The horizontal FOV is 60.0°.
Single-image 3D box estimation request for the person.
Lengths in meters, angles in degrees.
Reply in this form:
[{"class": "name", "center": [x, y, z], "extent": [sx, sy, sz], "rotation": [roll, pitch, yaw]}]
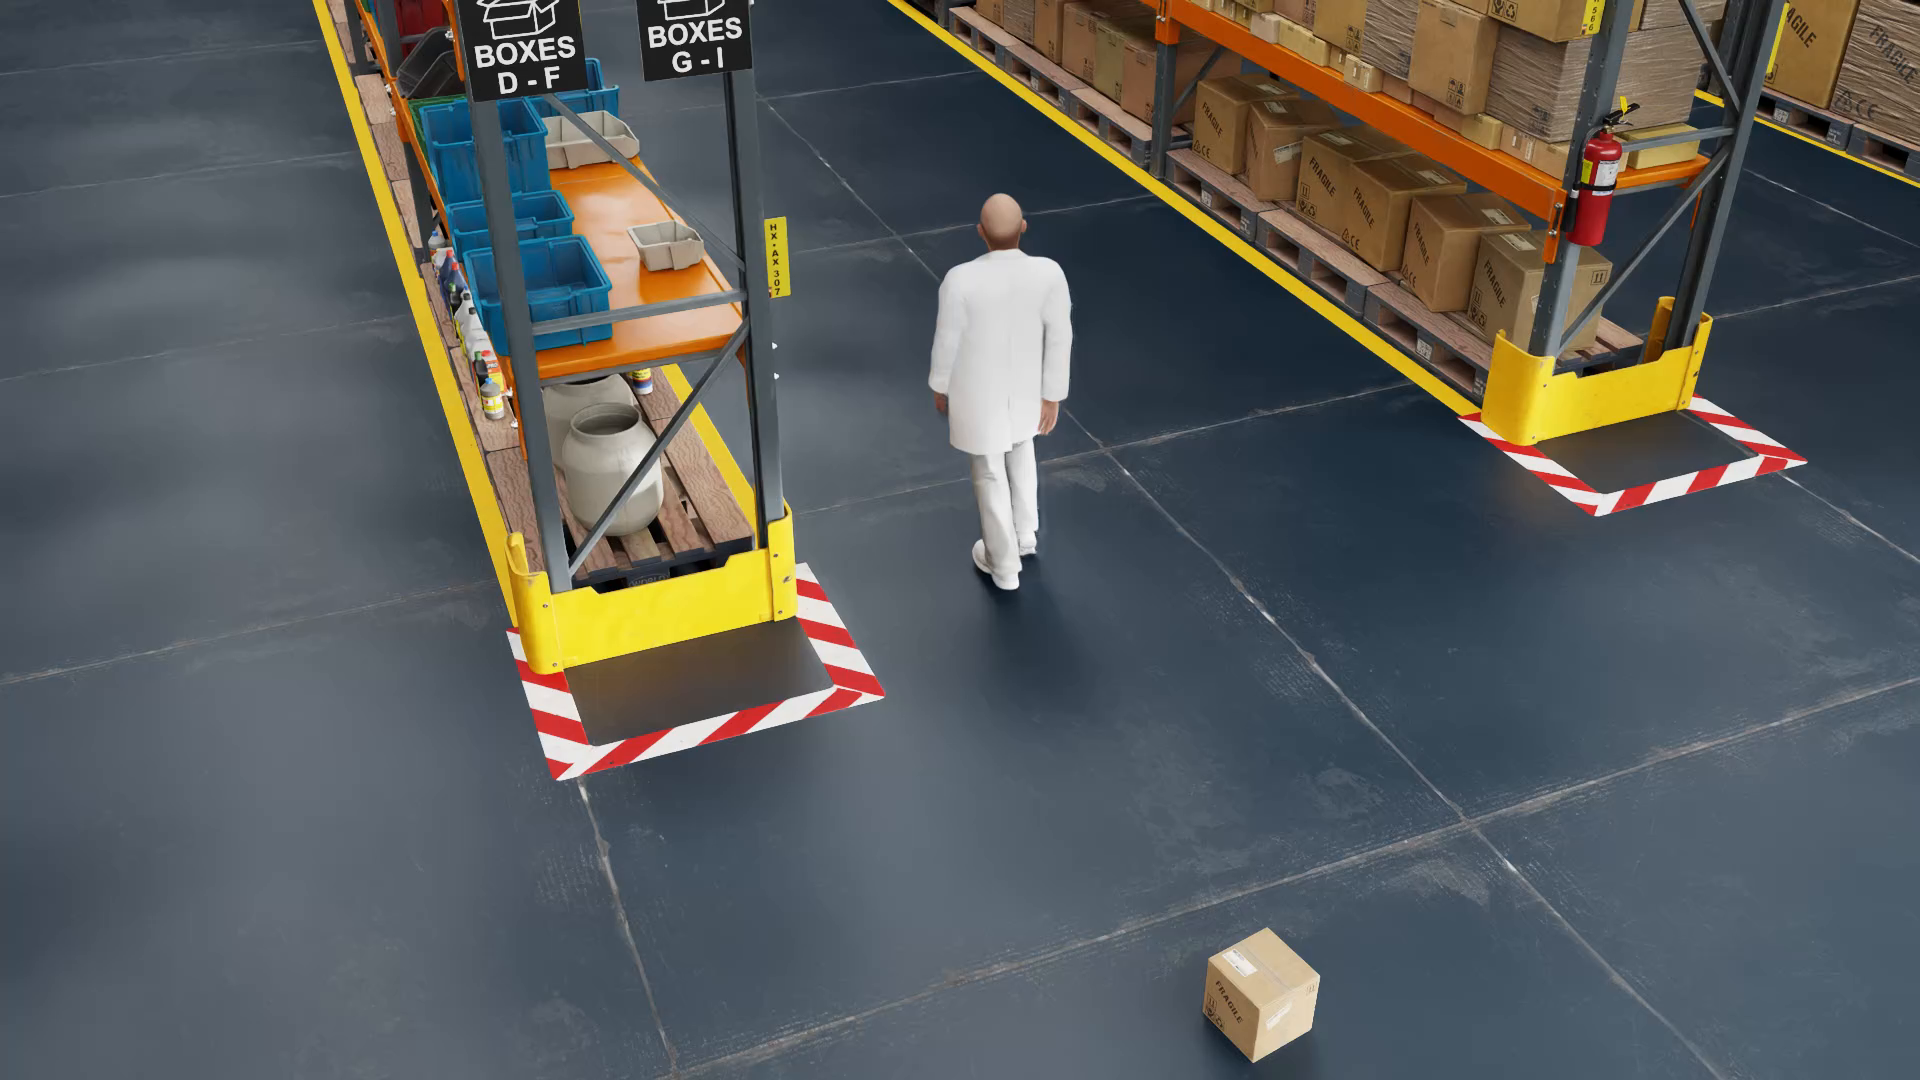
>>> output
[{"class": "person", "center": [0.161, -0.619, 7.104], "extent": [0.565, 1.827, 0.529], "rotation": [-9, 34, -13]}]
